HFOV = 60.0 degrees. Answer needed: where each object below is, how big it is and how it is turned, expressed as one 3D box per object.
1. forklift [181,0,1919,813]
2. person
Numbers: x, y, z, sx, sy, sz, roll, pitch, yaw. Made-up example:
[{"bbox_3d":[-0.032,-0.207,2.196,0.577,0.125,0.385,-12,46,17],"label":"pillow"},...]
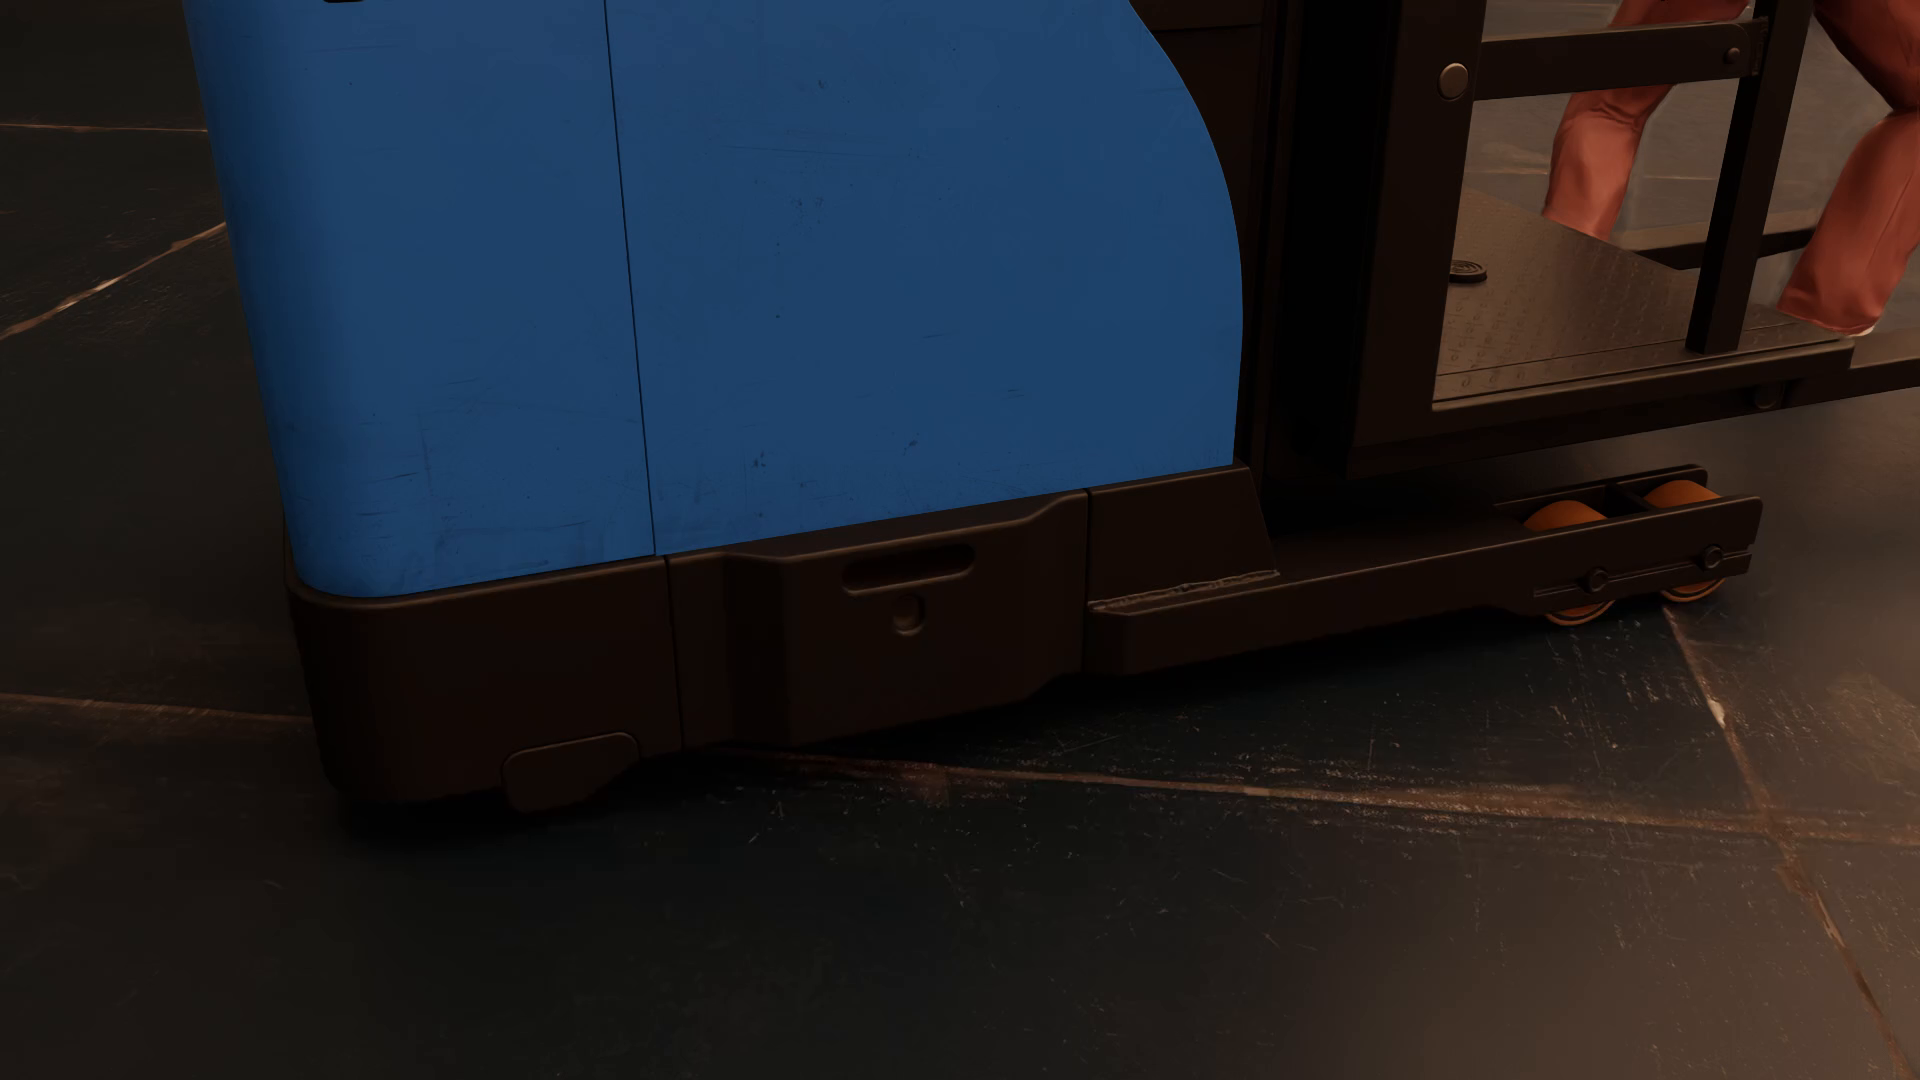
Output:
[{"bbox_3d":[0.572,-1.406,2.035,3.031,2.935,1.130,-9,28,-18],"label":"forklift"},{"bbox_3d":[1.465,-1.026,2.790,0.773,1.510,0.824,14,30,26],"label":"person"}]
